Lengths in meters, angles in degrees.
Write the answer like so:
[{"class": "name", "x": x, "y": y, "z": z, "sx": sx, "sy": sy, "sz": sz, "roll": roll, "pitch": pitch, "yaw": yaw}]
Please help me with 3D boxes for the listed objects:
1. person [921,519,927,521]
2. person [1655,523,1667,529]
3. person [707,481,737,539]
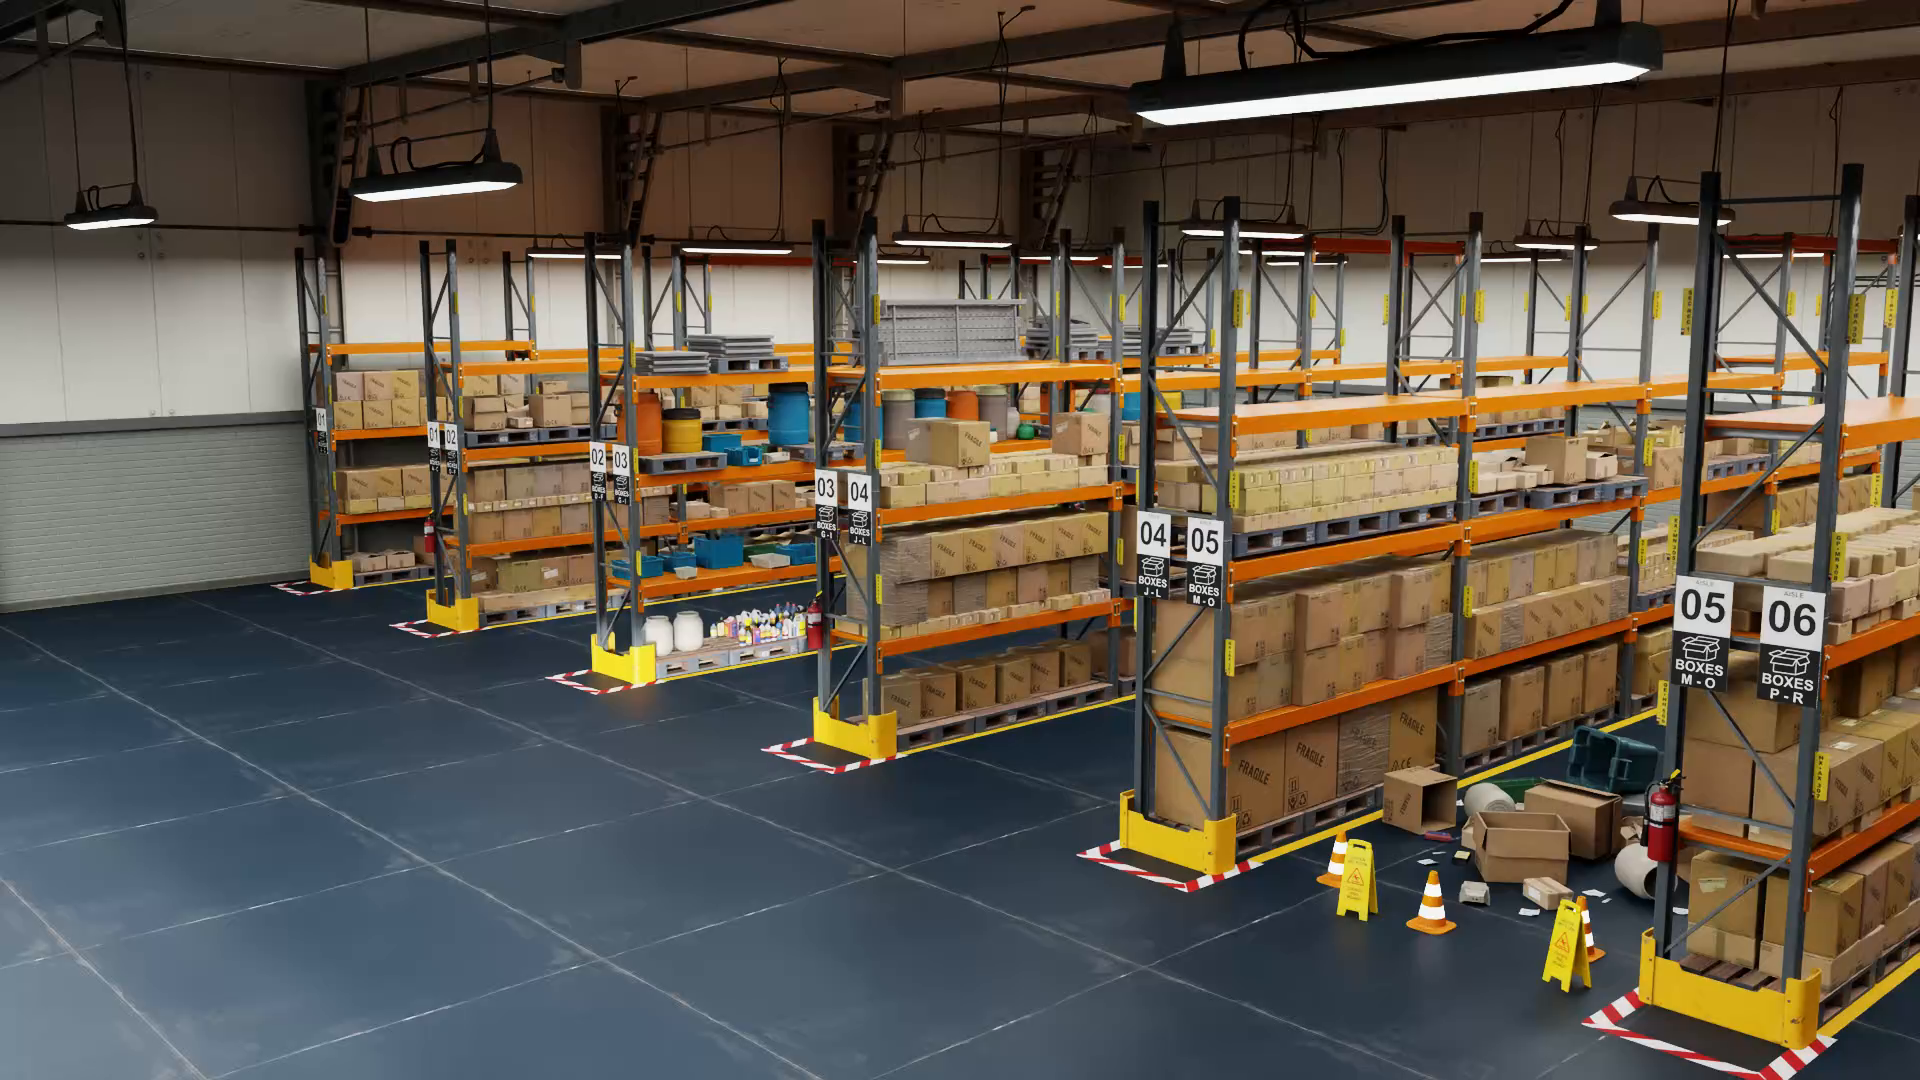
[{"class": "person", "x": -0.512, "y": -0.359, "z": 29.990, "sx": 0.679, "sy": 1.848, "sz": 0.709, "roll": 5, "pitch": 10, "yaw": 31}, {"class": "person", "x": 10.940, "y": 0.555, "z": 25.879, "sx": 0.696, "sy": 1.710, "sz": 0.792, "roll": 7, "pitch": 11, "yaw": 41}, {"class": "person", "x": -4.702, "y": -0.456, "z": 33.291, "sx": 0.583, "sy": 1.506, "sz": 0.834, "roll": 4, "pitch": 9, "yaw": 23}]
